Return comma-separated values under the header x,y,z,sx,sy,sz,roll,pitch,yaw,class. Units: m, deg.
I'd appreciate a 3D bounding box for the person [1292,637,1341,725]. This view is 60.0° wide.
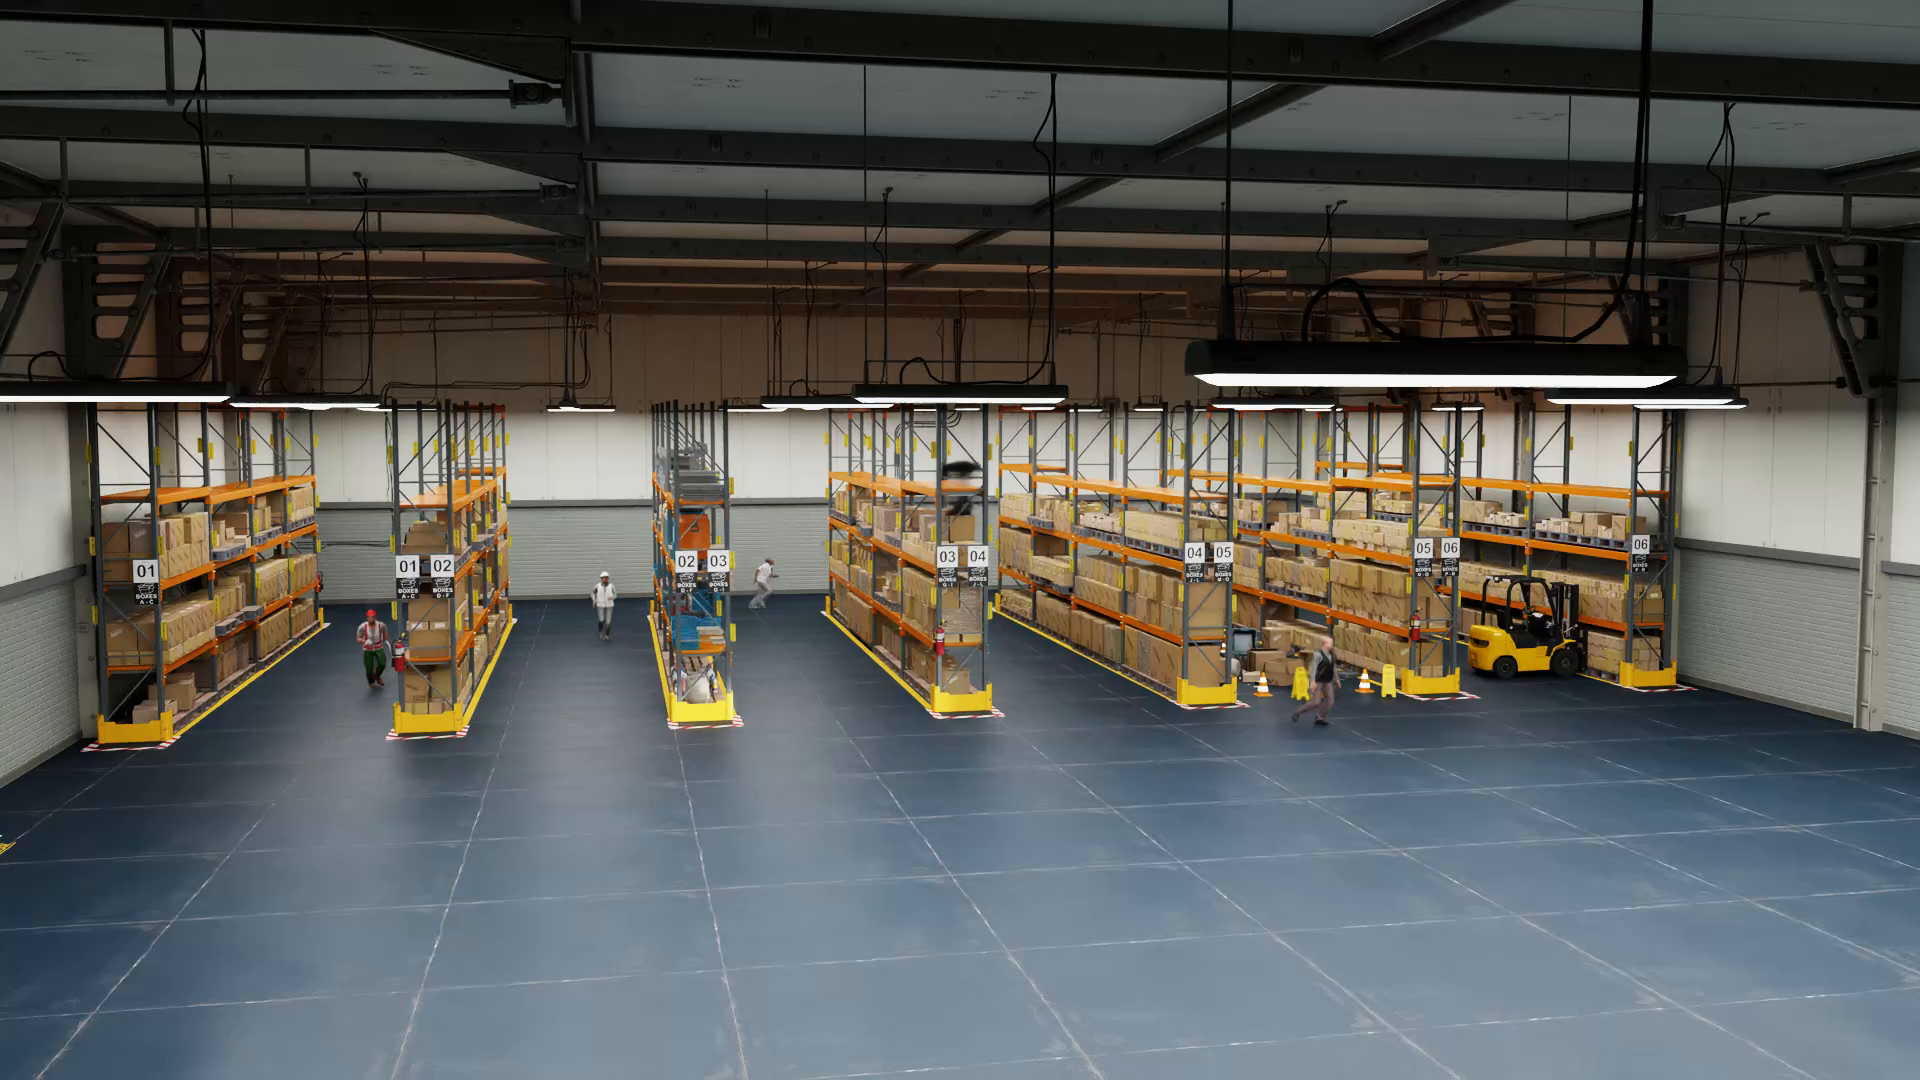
x,y,z,sx,sy,sz,roll,pitch,yaw,class
6.558,2.585,30.664,0.768,1.648,0.659,-4,6,-40,person

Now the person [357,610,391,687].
x,y,z,sx,sy,sz,roll,pitch,yaw,class
-12.178,2.276,34.577,0.702,1.680,0.858,-2,5,-26,person

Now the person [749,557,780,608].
x,y,z,sx,sy,sz,roll,pitch,yaw,class
-5.766,1.247,49.007,0.940,1.538,0.590,1,4,8,person

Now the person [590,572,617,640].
x,y,z,sx,sy,sz,roll,pitch,yaw,class
-8.977,1.673,41.987,0.648,1.732,0.648,-1,4,-17,person
